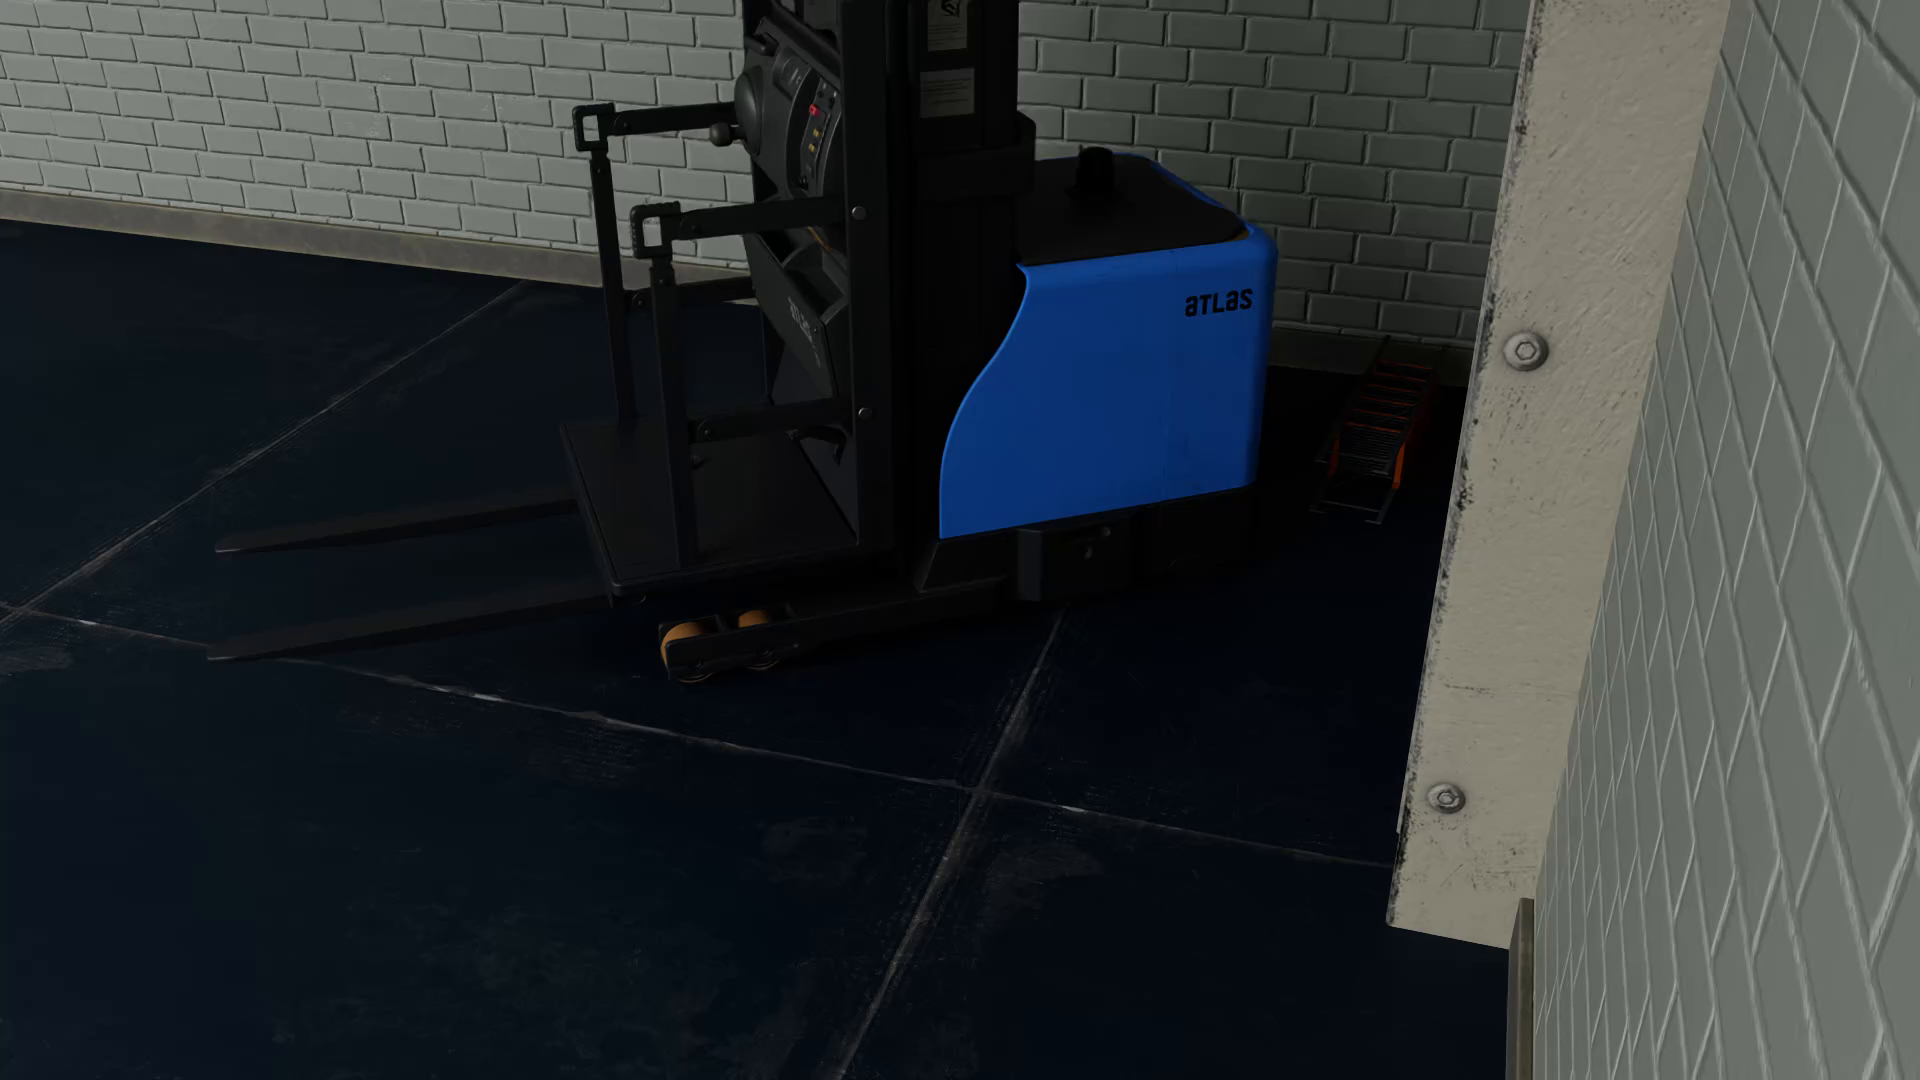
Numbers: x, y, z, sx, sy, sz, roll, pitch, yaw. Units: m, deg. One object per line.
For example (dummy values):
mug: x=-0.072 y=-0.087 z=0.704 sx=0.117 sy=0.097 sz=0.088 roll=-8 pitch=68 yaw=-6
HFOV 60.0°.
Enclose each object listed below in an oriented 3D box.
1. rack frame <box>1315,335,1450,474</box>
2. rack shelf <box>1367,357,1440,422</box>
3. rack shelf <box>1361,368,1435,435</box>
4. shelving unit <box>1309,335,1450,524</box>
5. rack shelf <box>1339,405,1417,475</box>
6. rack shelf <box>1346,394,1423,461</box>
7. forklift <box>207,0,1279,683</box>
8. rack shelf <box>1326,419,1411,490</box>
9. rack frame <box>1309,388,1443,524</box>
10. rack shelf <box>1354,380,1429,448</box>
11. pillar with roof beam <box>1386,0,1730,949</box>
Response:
rack frame: x=1.509 y=-0.501 z=5.876 sx=0.240 sy=0.006 sz=1.200 roll=12 pitch=31 yaw=20
rack shelf: x=1.635 y=-0.559 z=6.174 sx=0.258 sy=0.180 sz=0.103 roll=12 pitch=31 yaw=20
rack shelf: x=1.587 y=-0.507 z=6.077 sx=0.258 sy=0.180 sz=0.103 roll=12 pitch=31 yaw=20
shelving unit: x=1.509 y=-0.421 z=5.920 sx=0.258 sy=0.189 sz=1.200 roll=12 pitch=31 yaw=20
rack shelf: x=1.443 y=-0.348 z=5.788 sx=0.258 sy=0.180 sz=0.103 roll=12 pitch=31 yaw=20
rack shelf: x=1.491 y=-0.401 z=5.885 sx=0.258 sy=0.180 sz=0.103 roll=12 pitch=31 yaw=20
forklift: x=-0.651 y=-1.172 z=4.457 sx=3.031 sy=2.935 sz=1.130 roll=-10 pitch=31 yaw=-17
rack shelf: x=1.395 y=-0.295 z=5.692 sx=0.258 sy=0.180 sz=0.103 roll=12 pitch=31 yaw=20
rack frame: x=1.509 y=-0.340 z=5.964 sx=0.240 sy=0.006 sz=1.200 roll=12 pitch=31 yaw=20
rack shelf: x=1.539 y=-0.454 z=5.981 sx=0.258 sy=0.180 sz=0.103 roll=12 pitch=31 yaw=20
pillar with roof beam: x=-2.940 y=-3.740 z=2.833 sx=9.100 sy=9.000 sz=0.400 roll=8 pitch=30 yaw=15
